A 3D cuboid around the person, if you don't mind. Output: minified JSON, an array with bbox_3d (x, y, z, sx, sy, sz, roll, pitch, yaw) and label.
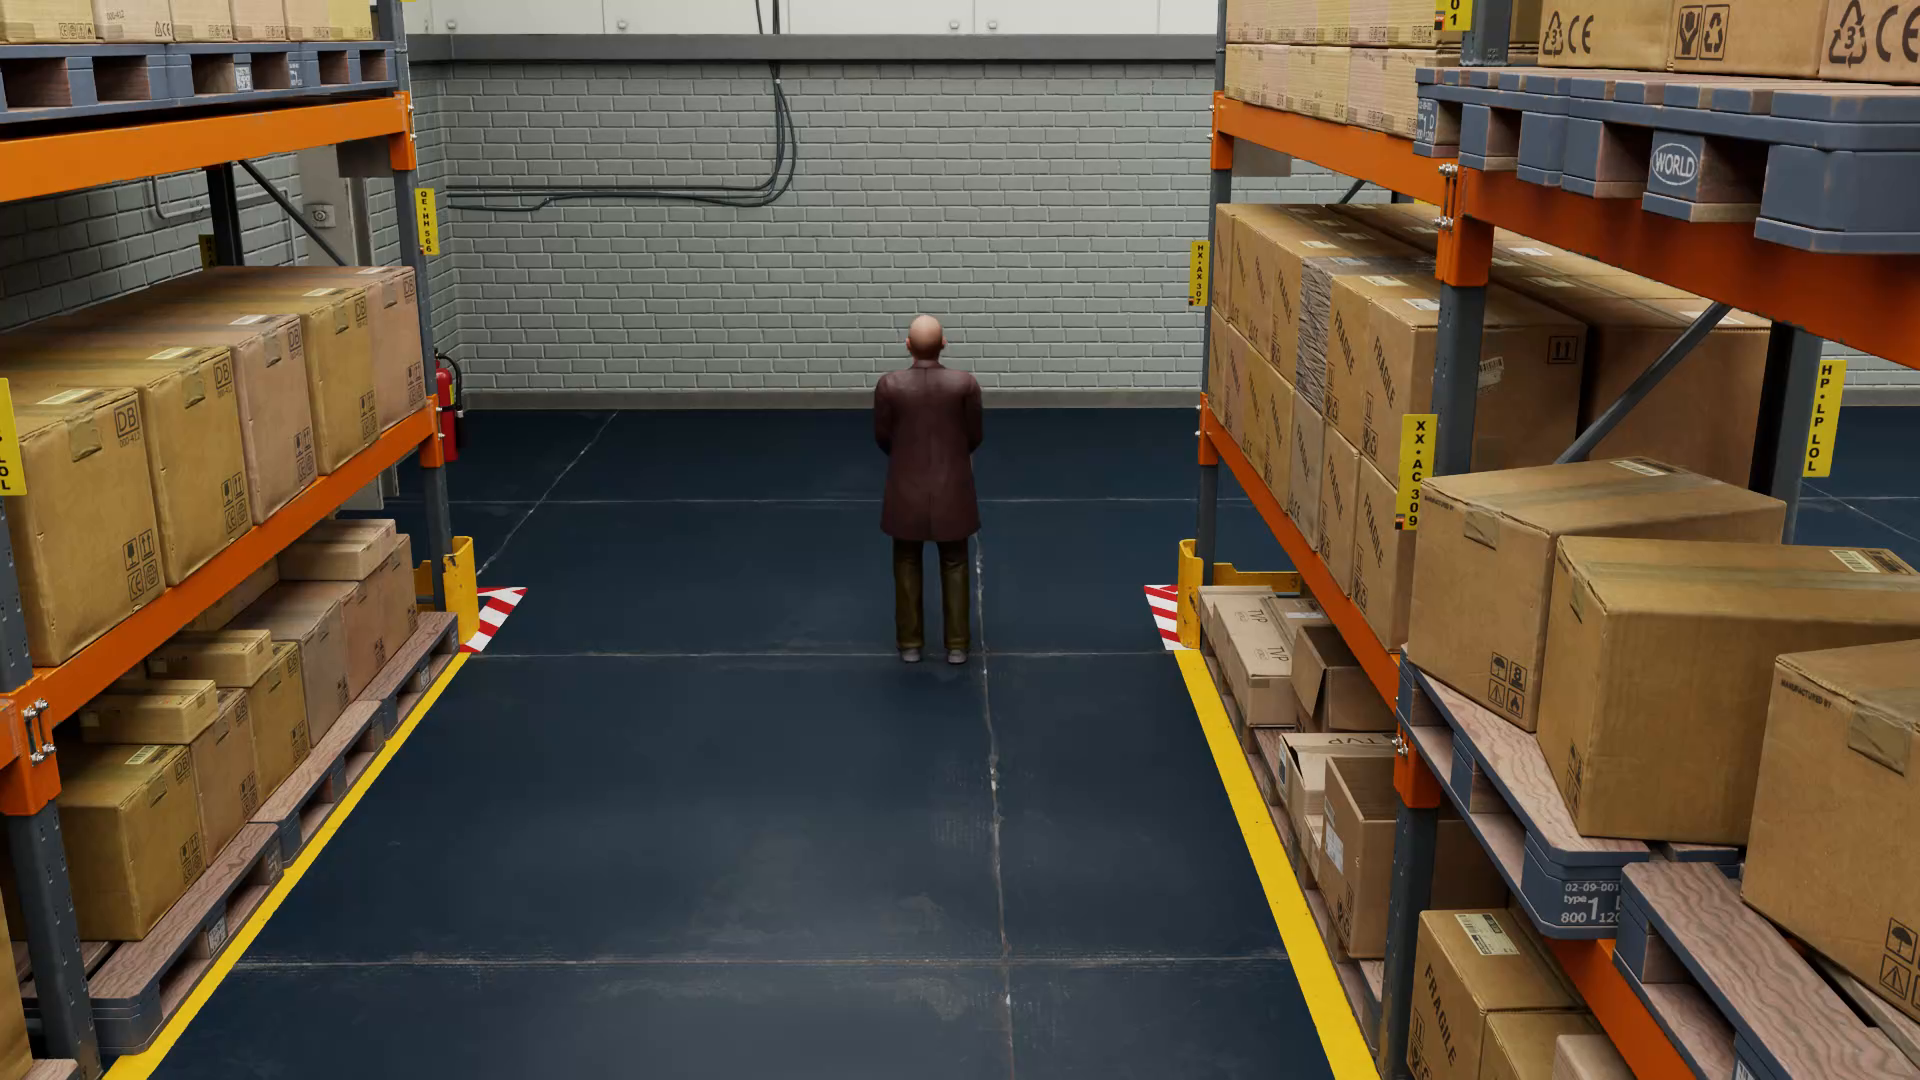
[{"bbox_3d":[-0.156,-0.278,8.477,0.548,1.780,0.535,0,17,-1],"label":"person"}]
